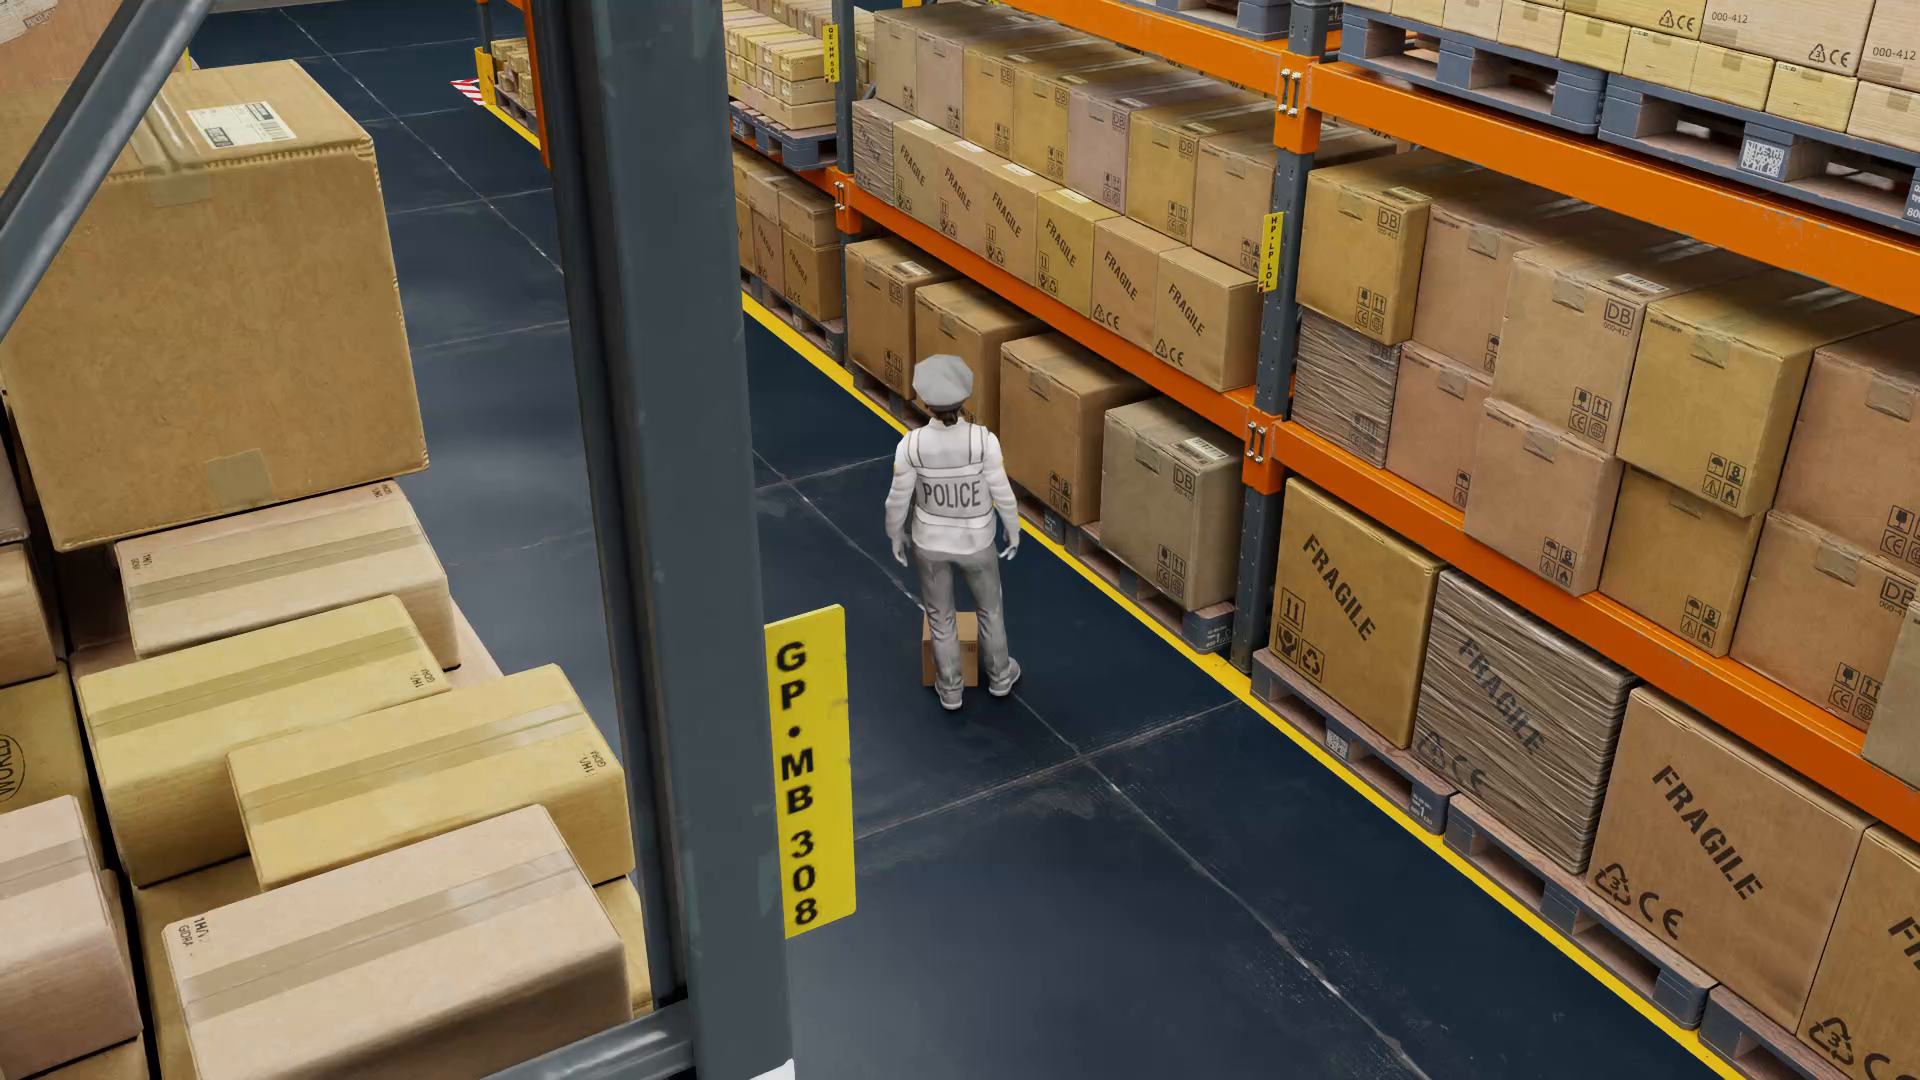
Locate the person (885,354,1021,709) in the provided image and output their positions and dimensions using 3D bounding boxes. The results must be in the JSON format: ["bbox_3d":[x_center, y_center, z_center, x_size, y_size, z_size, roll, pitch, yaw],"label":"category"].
[{"bbox_3d":[-0.018,-0.034,7.134,0.577,1.694,0.531,1,29,2],"label":"person"}]
